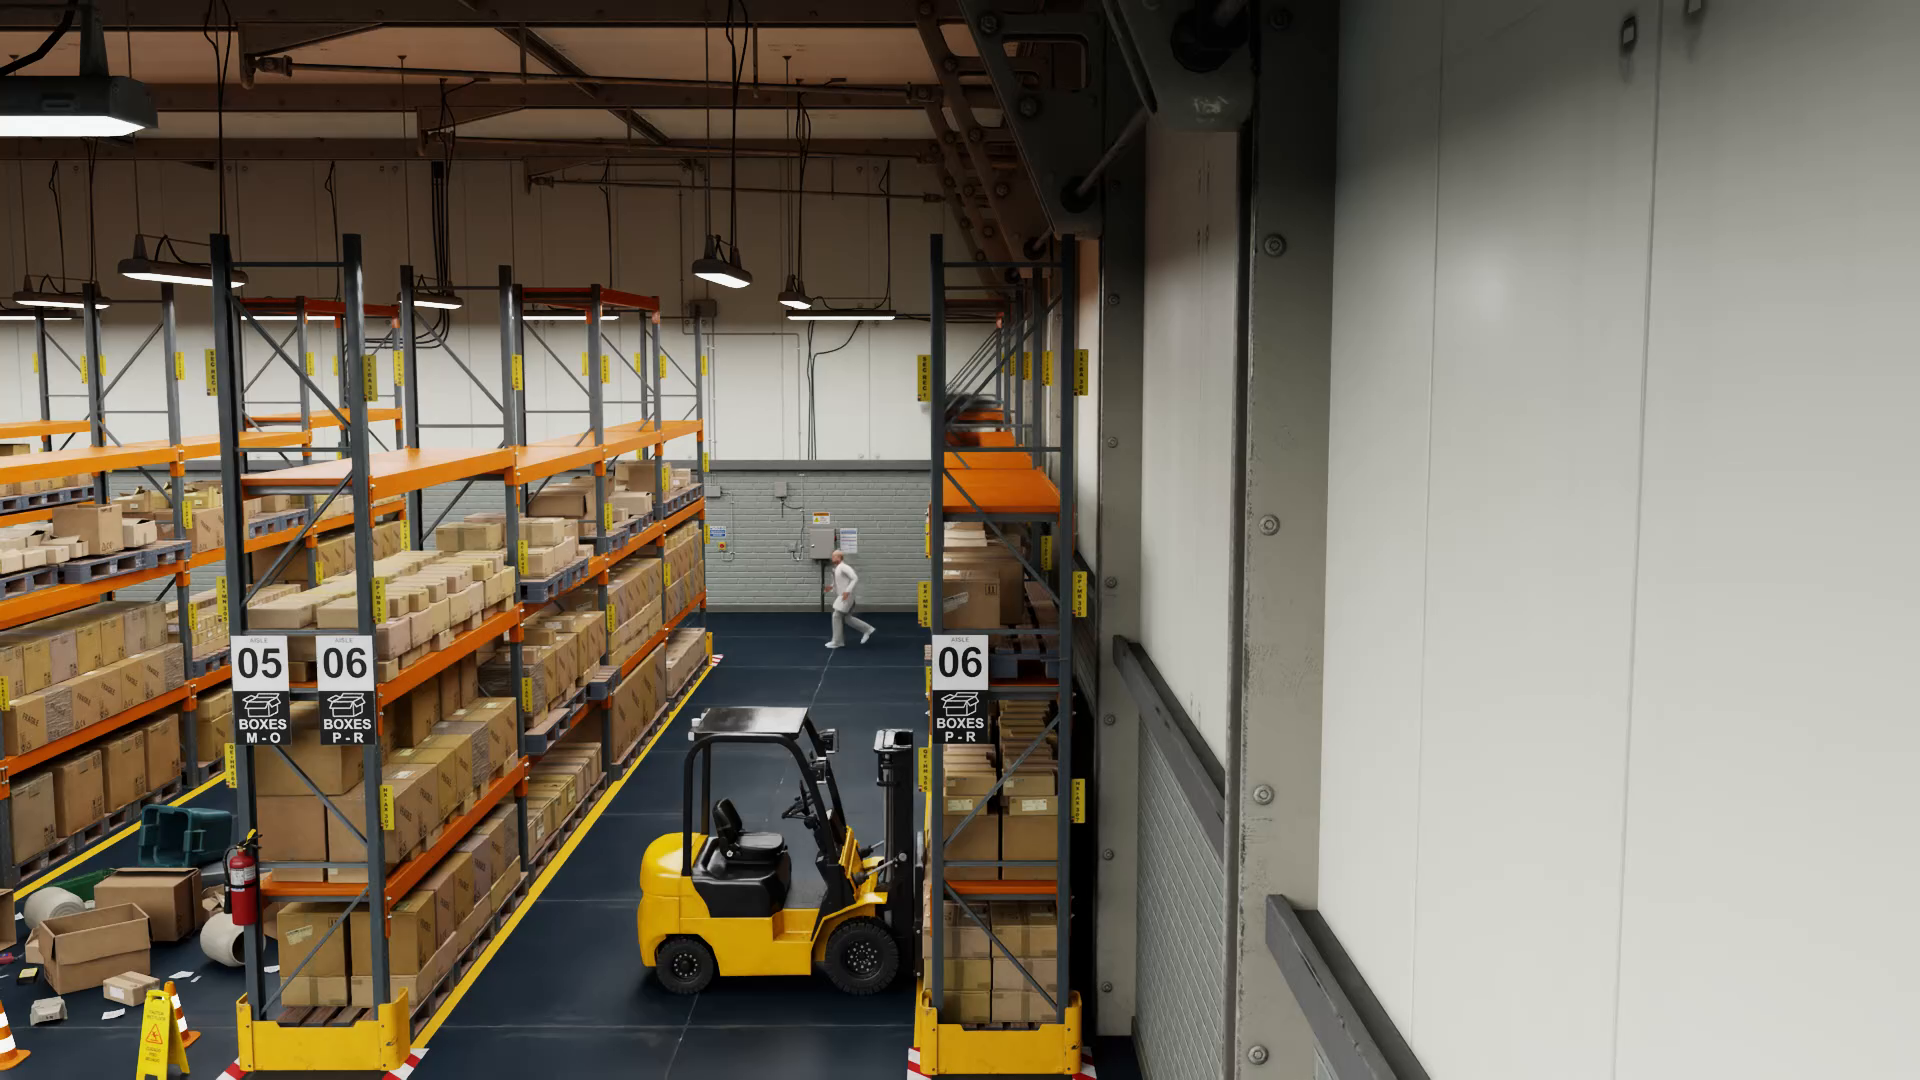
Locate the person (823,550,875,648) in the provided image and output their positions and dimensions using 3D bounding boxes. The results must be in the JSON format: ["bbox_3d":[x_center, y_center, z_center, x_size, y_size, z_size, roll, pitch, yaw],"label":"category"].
[{"bbox_3d":[-1.969,1.035,29.627,0.944,1.739,0.697,-2,7,-16],"label":"person"}]
